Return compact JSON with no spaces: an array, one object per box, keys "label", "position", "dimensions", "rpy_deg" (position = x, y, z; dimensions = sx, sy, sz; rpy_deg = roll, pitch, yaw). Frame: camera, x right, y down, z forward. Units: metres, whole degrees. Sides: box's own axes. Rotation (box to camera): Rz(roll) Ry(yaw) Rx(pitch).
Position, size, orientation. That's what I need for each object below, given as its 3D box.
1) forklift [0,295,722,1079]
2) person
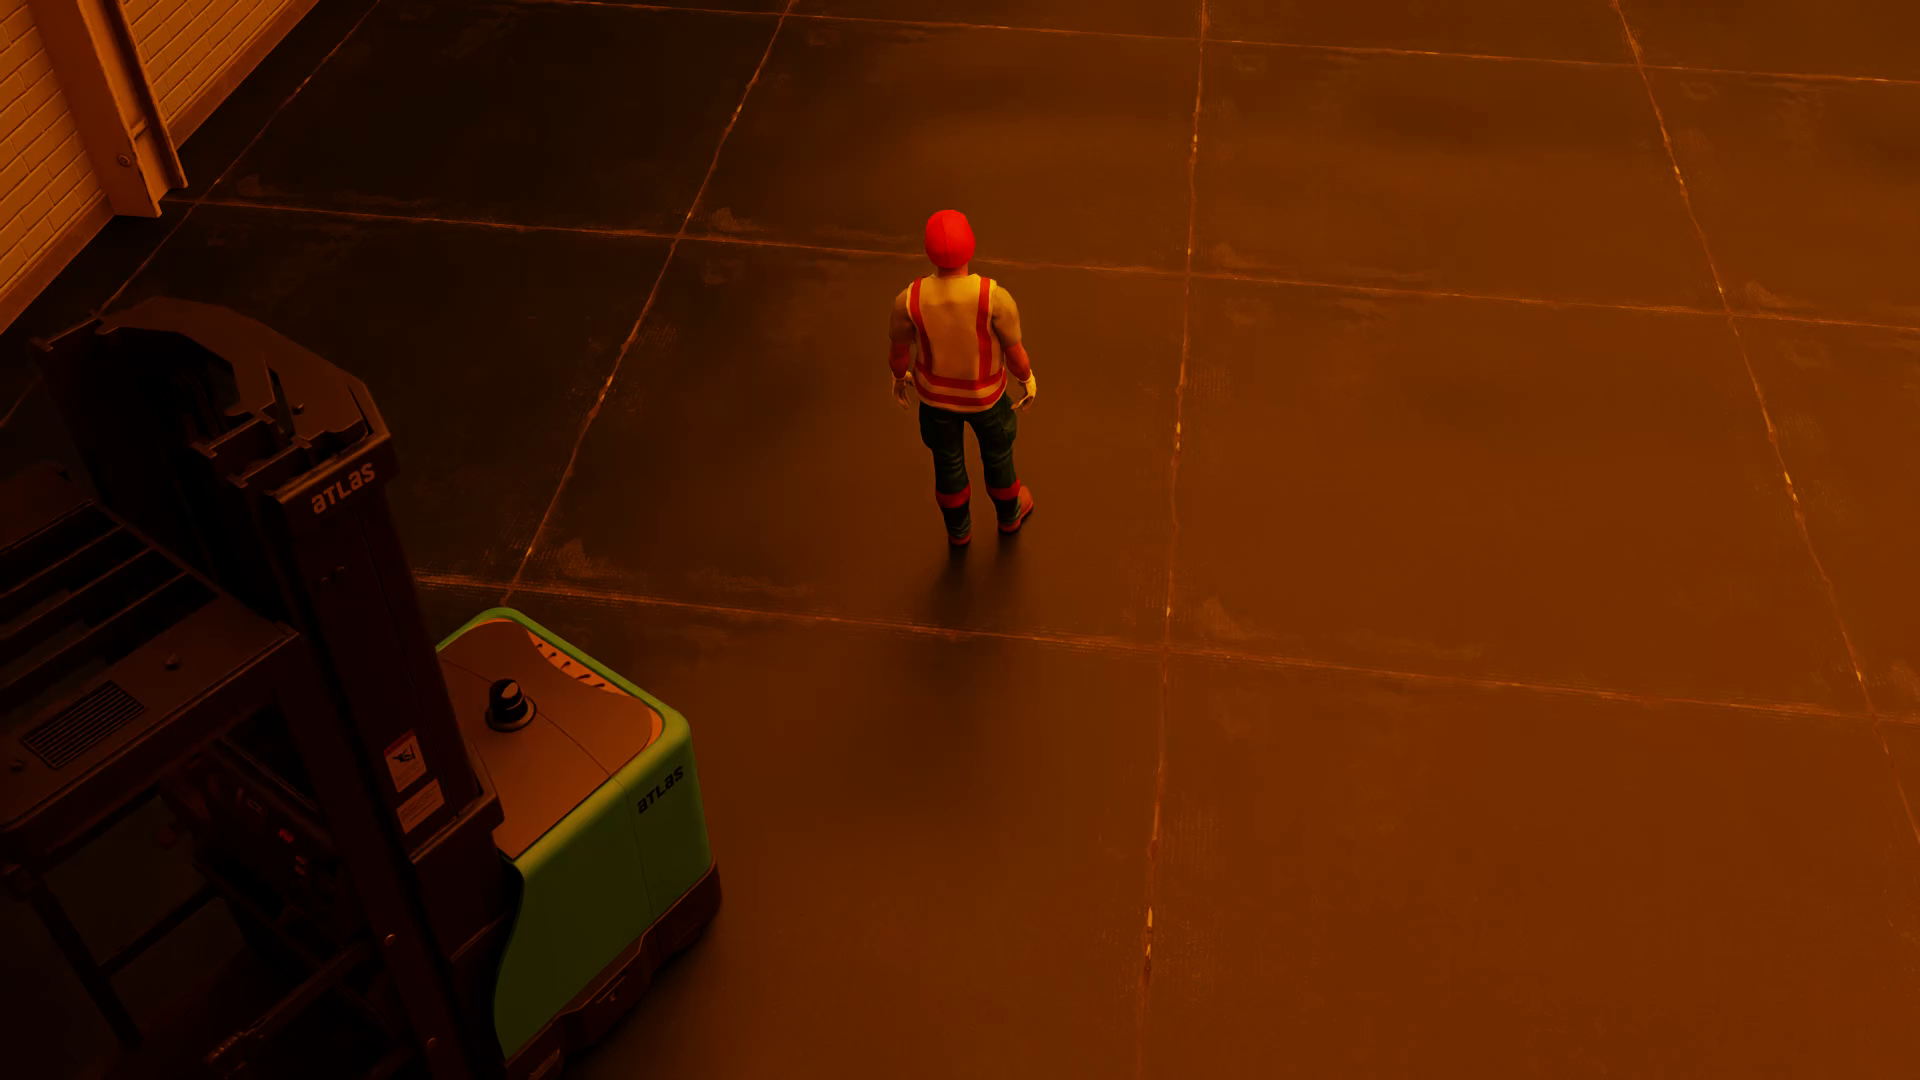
[{"label":"forklift","position":[-2.194,0.922,4.721],"dimensions":[1.130,2.935,3.031],"rpy_deg":[27,49,26]},{"label":"person","position":[0.023,-0.717,7.338],"dimensions":[0.637,1.787,0.564],"rpy_deg":[5,43,6]}]
